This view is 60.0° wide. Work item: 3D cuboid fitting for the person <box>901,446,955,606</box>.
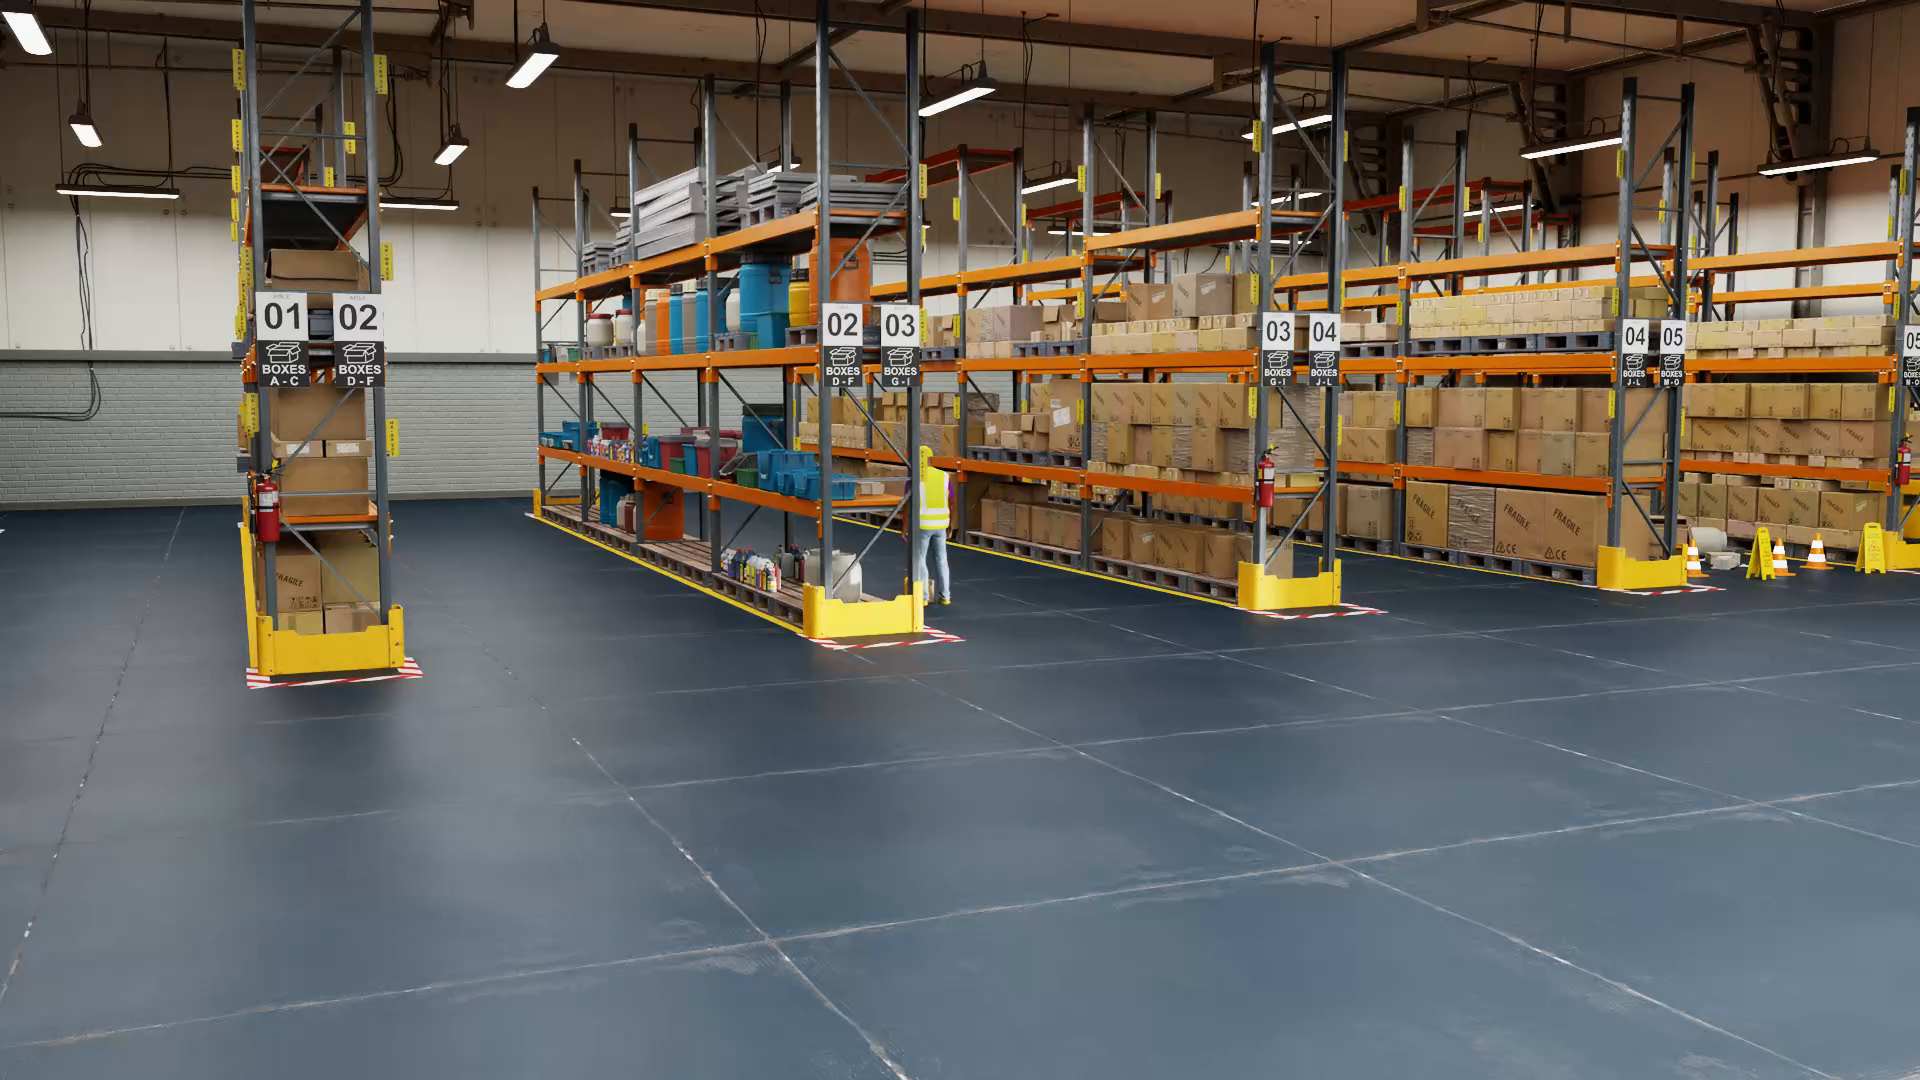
[{"bbox_3d":[-0.354,-0.163,18.406,0.638,1.761,0.458,-3,6,-26],"label":"person"}]
